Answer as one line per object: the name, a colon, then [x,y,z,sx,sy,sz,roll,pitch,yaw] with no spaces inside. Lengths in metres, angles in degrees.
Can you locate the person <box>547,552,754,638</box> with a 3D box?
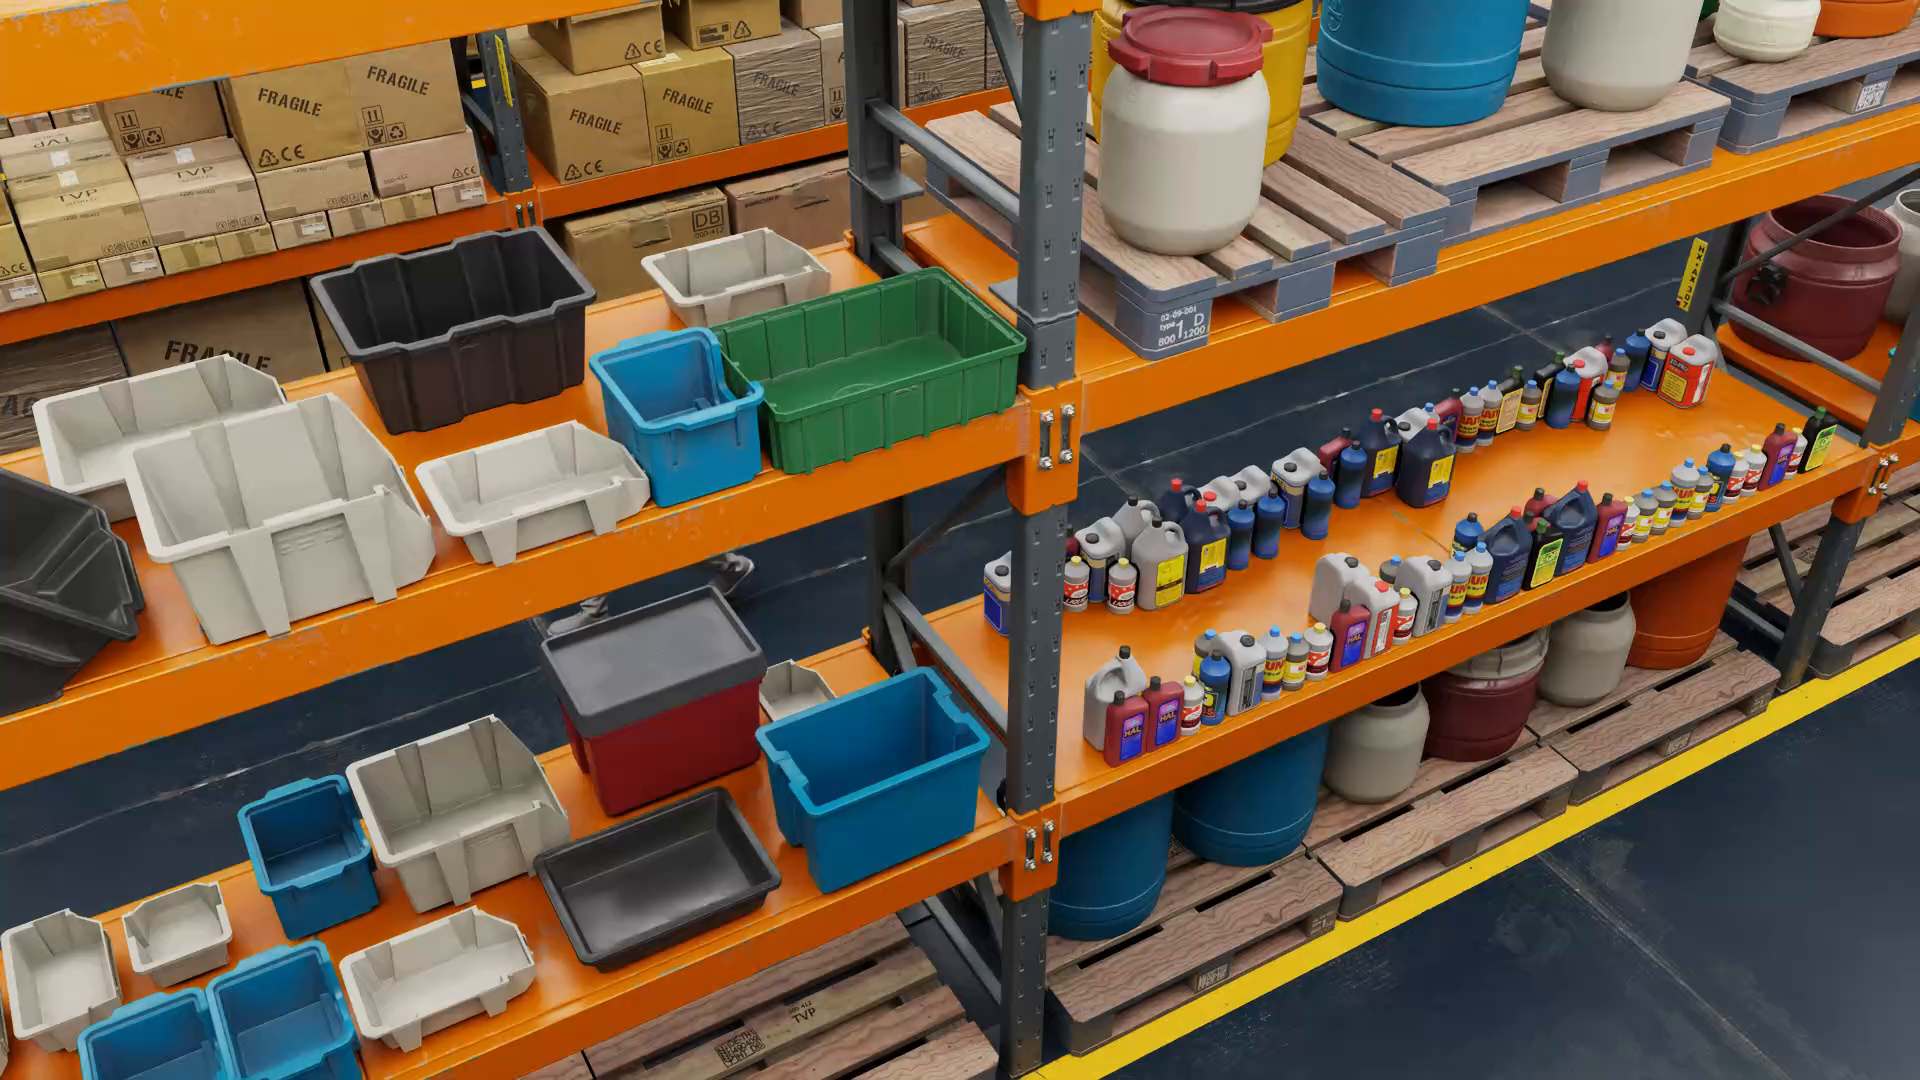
person: [-1.412,-0.272,7.271,0.969,1.631,0.488,-18,41,-23]
